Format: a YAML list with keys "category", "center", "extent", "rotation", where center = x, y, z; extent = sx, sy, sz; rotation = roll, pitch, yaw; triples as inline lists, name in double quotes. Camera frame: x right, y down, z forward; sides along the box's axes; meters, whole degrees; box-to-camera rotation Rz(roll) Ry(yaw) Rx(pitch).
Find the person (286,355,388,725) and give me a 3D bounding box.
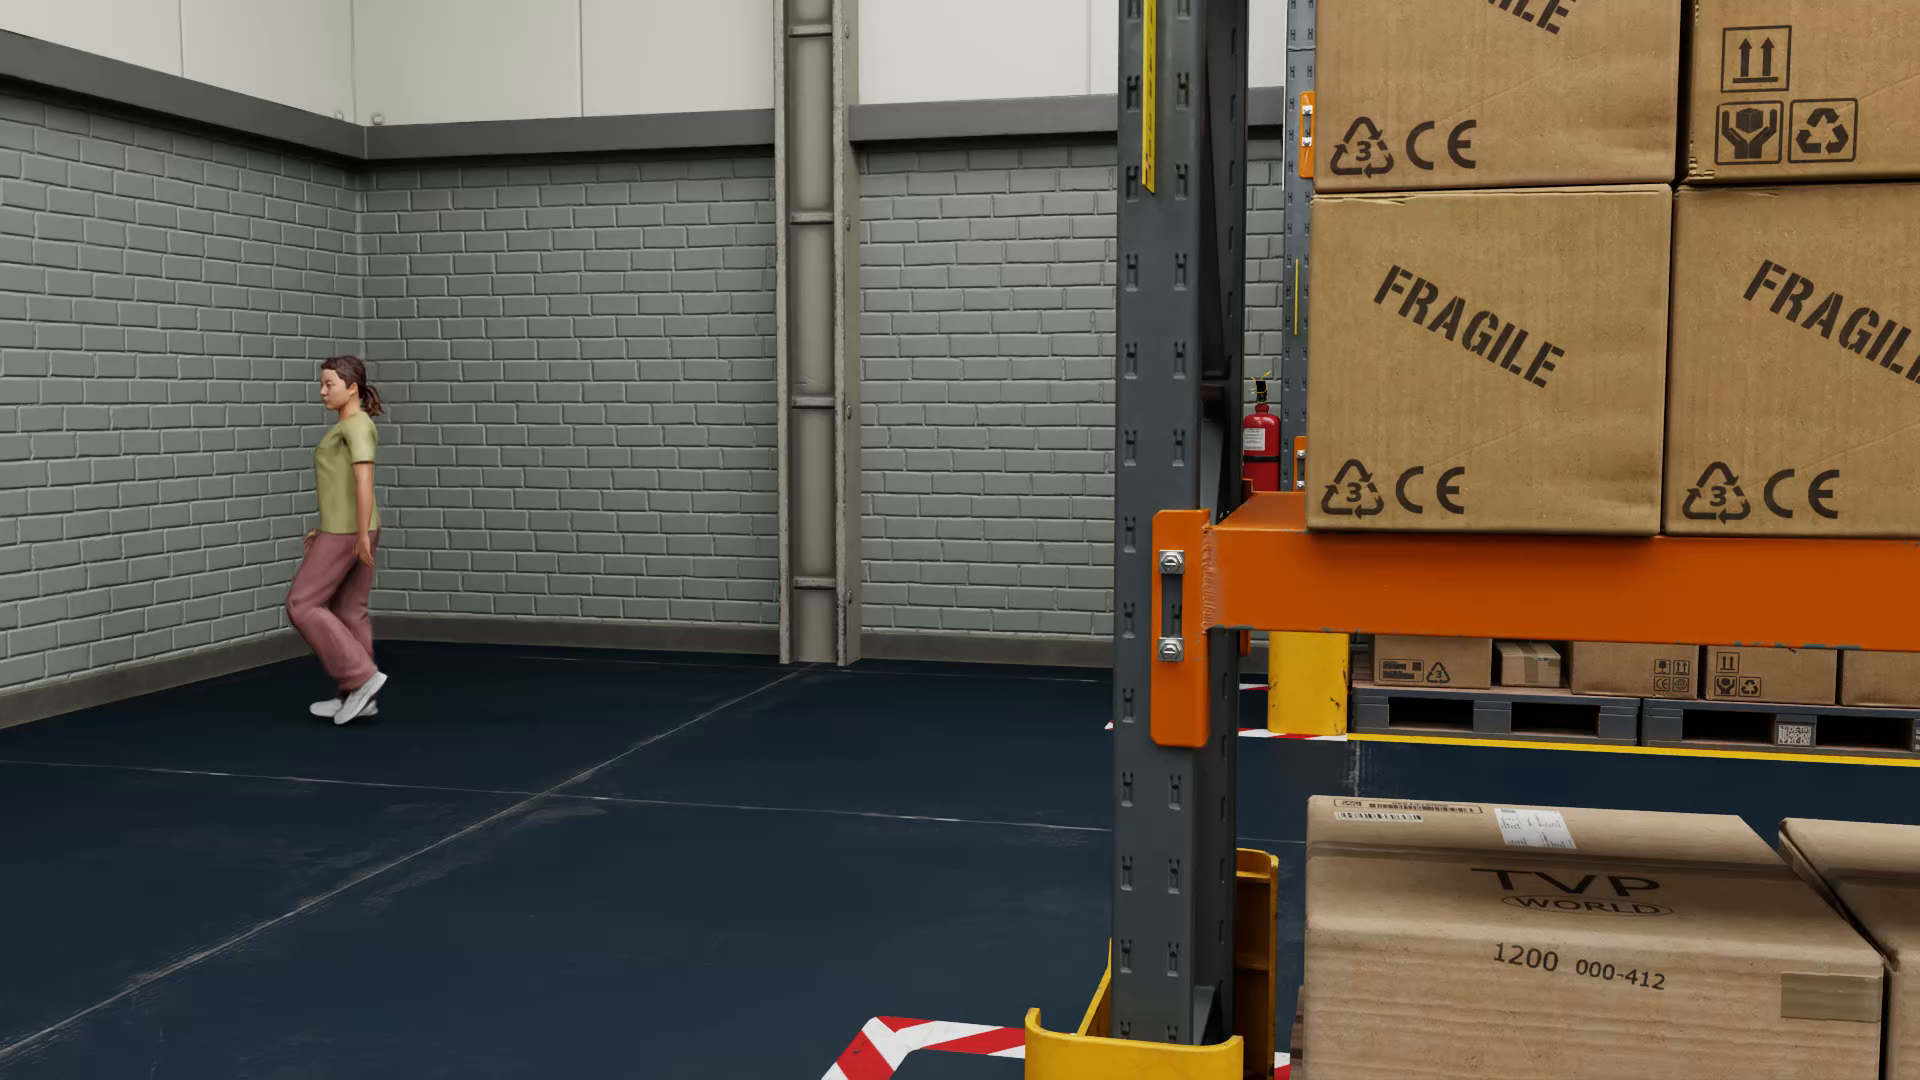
- category: "person"
  center: [-2.851, -0.006, 7.642]
  extent: [0.437, 1.682, 0.464]
  rotation: [-1, 5, -13]
